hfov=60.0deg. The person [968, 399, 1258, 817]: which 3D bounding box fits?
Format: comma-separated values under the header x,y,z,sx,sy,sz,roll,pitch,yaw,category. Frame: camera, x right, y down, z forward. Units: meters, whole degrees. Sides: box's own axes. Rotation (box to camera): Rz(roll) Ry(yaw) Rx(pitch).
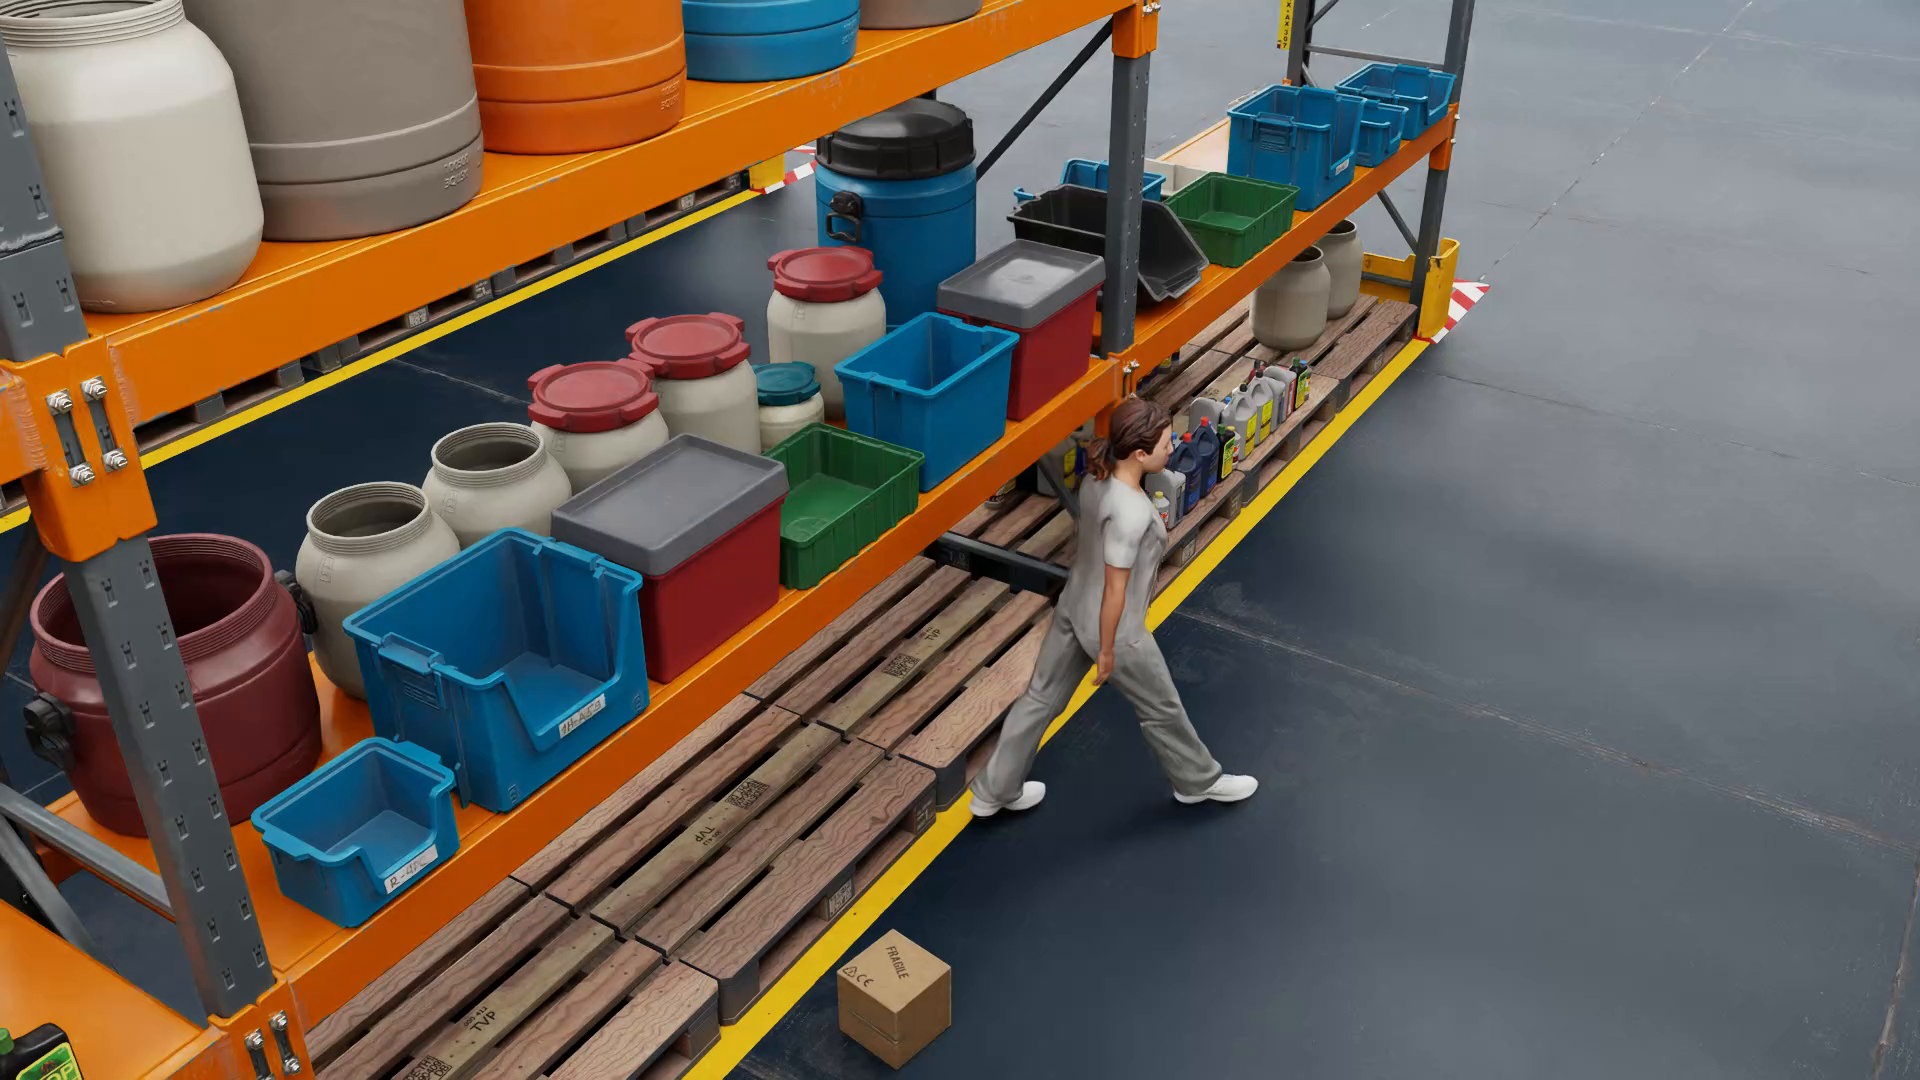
x,y,z,sx,sy,sz,roll,pitch,yaw,category
0.537,0.250,5.719,1.048,1.600,0.452,-10,32,-16,person
